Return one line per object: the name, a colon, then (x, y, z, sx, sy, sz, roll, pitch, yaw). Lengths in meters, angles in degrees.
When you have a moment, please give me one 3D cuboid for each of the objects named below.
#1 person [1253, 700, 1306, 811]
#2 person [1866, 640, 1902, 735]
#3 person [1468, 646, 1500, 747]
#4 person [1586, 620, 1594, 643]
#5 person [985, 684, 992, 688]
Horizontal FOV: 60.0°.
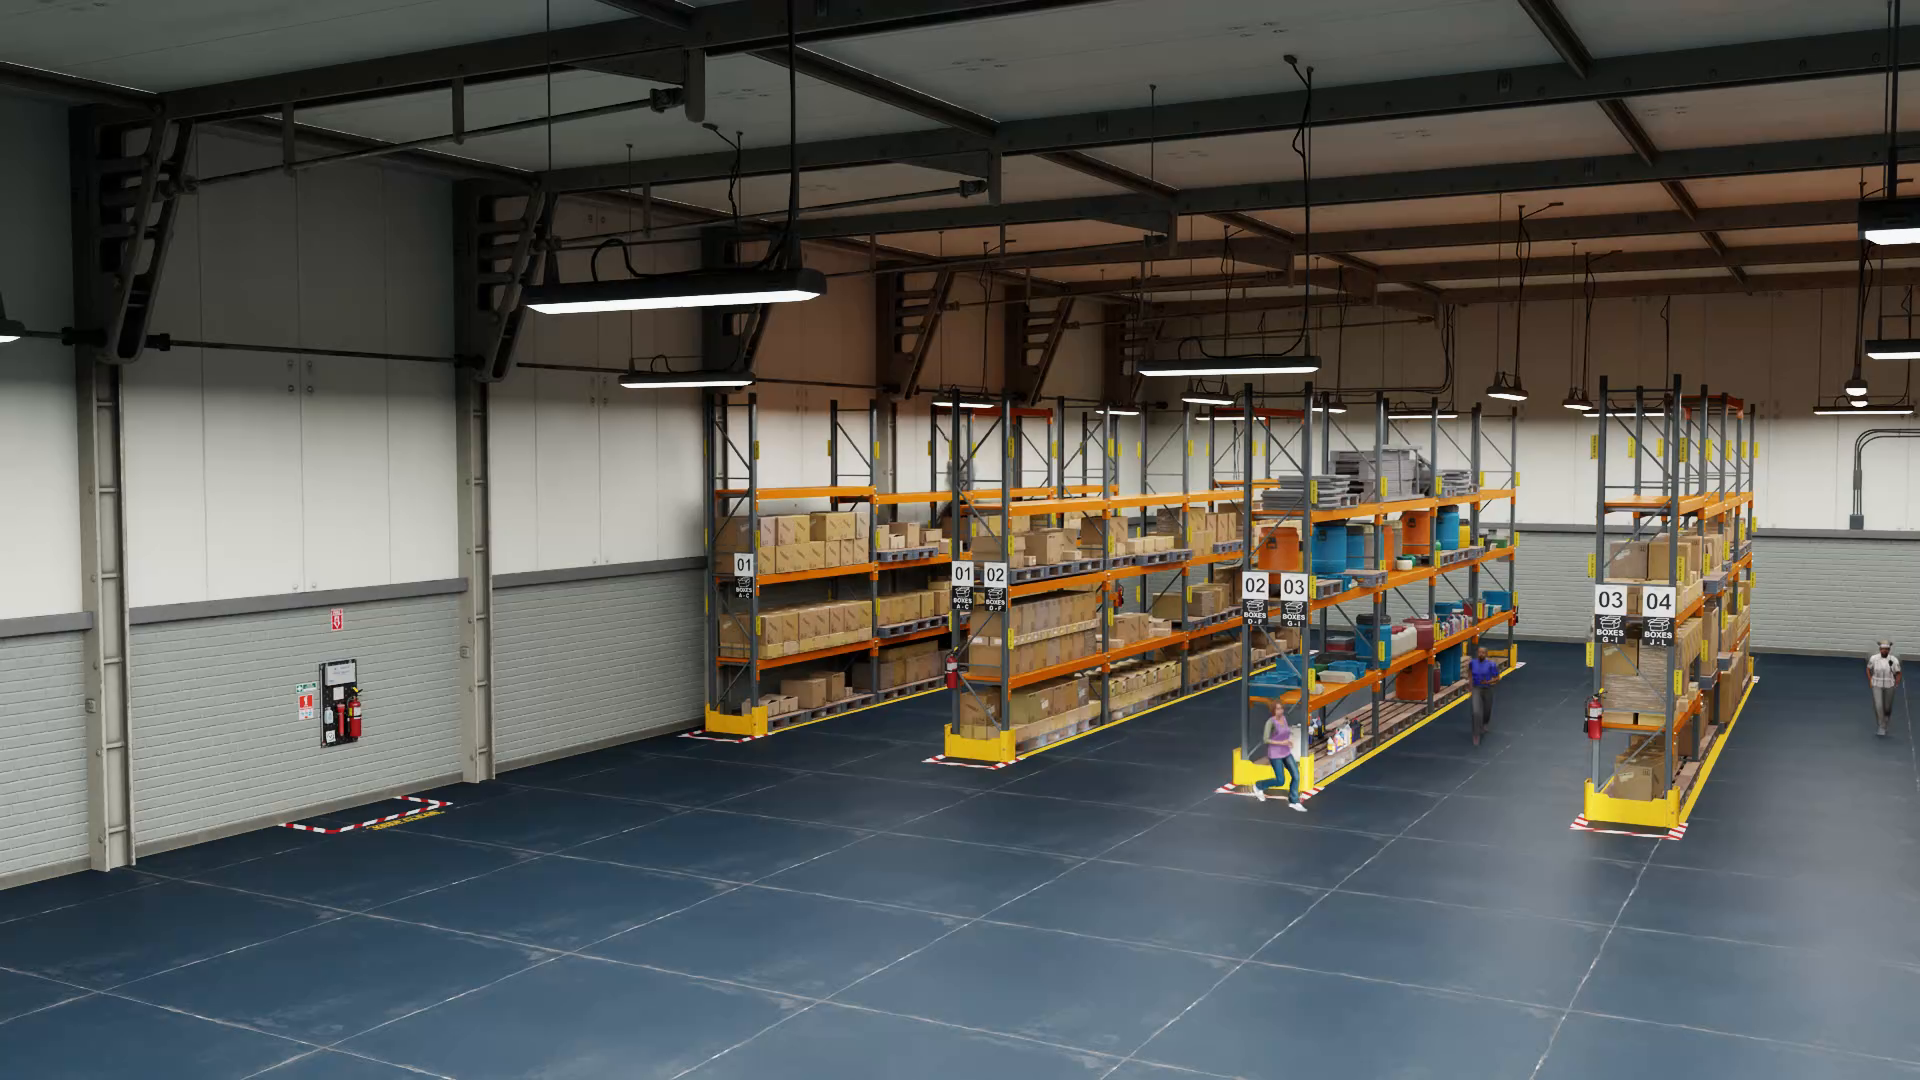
person: (4.406, 3.002, 23.141, 0.572, 1.560, 0.712, -3, 4, -43)
person: (16.371, 2.590, 29.484, 0.558, 1.665, 0.780, 2, 3, 28)
person: (8.981, 2.655, 28.530, 0.529, 1.695, 1.058, 1, 3, 18)
person: (13.653, 2.267, 35.312, 0.696, 1.732, 1.046, 1, 3, 17)
person: (0.564, 2.429, 33.032, 0.701, 1.622, 0.980, 2, 3, 26)
